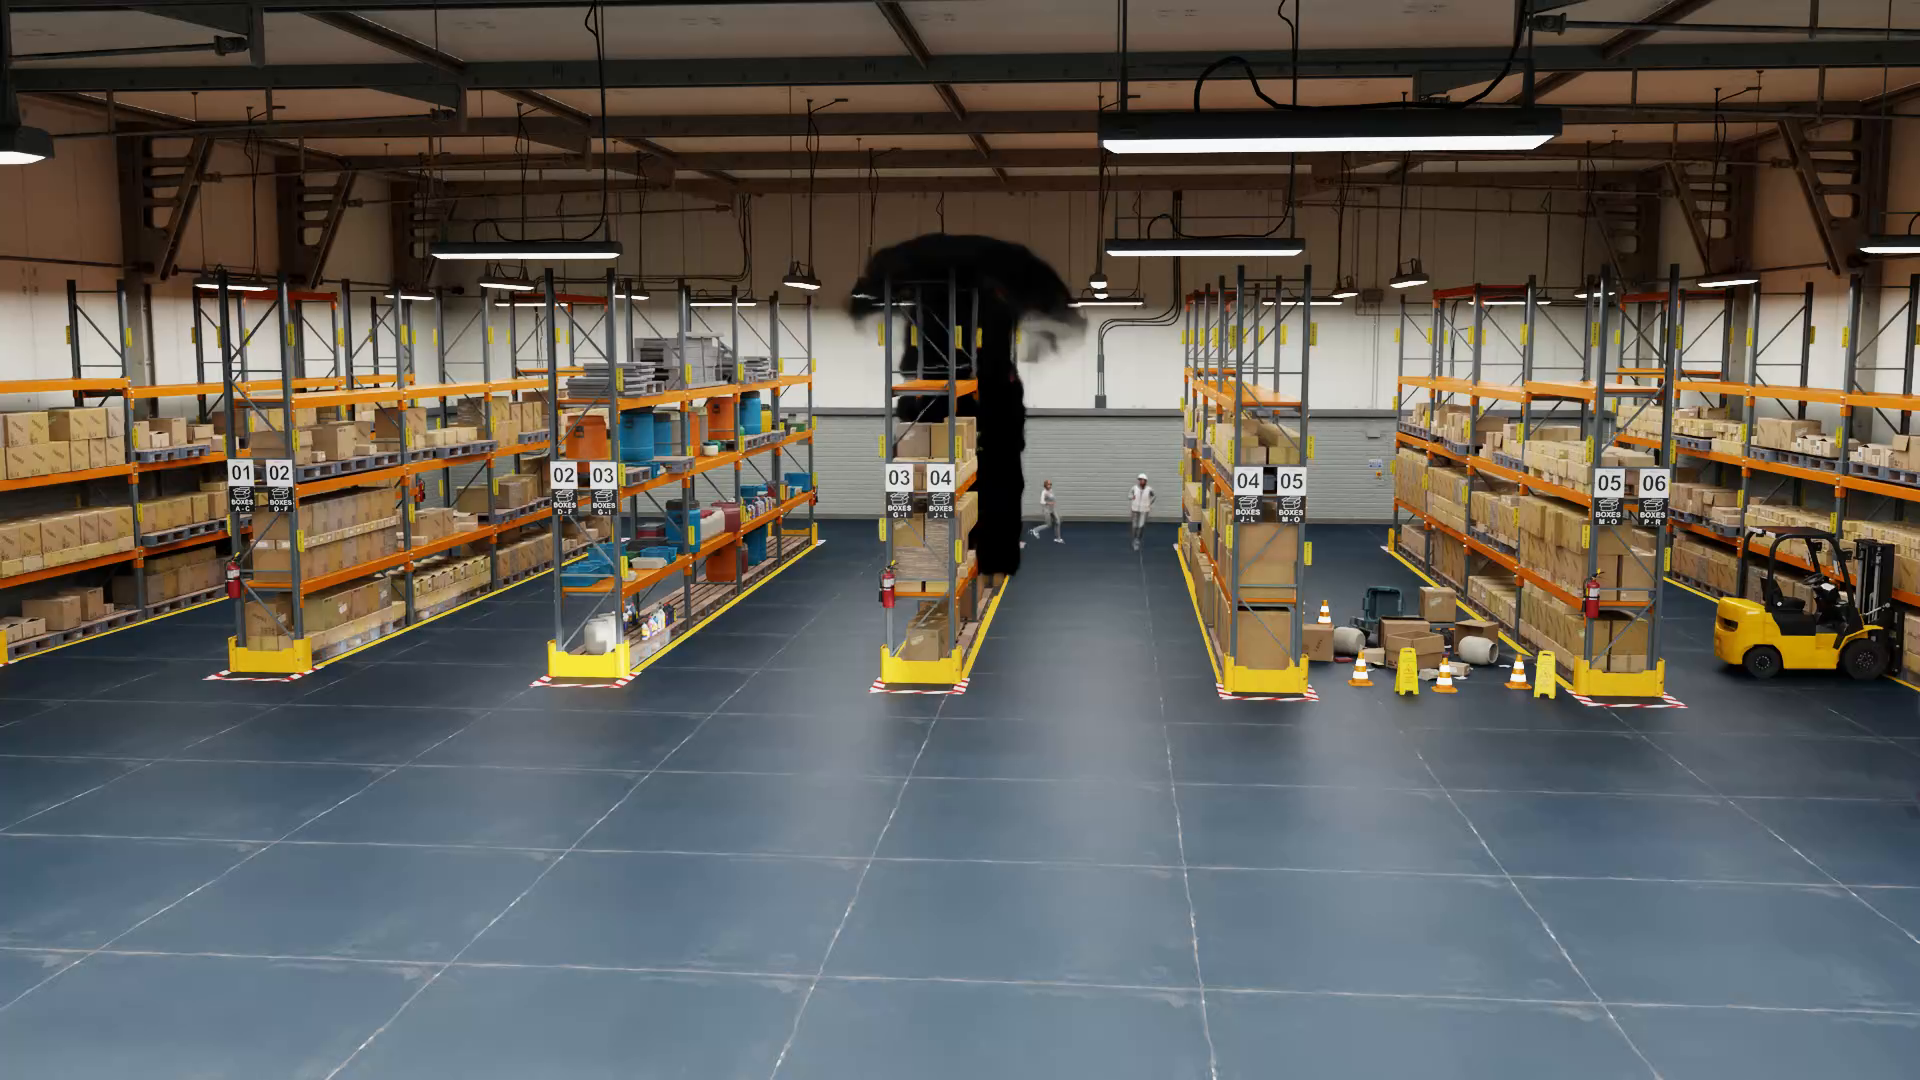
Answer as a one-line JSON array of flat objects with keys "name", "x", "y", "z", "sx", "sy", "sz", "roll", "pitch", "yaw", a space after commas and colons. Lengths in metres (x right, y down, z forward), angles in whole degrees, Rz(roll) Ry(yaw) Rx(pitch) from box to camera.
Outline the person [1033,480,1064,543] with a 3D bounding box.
[{"name": "person", "x": 2.131, "y": -0.691, "z": 40.747, "sx": 0.759, "sy": 1.568, "sz": 0.570, "roll": 4, "pitch": 8, "yaw": 31}]

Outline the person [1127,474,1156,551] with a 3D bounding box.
[{"name": "person", "x": 4.307, "y": -0.665, "z": 39.539, "sx": 0.658, "sy": 1.835, "sz": 0.754, "roll": 2, "pitch": 7, "yaw": 19}]
